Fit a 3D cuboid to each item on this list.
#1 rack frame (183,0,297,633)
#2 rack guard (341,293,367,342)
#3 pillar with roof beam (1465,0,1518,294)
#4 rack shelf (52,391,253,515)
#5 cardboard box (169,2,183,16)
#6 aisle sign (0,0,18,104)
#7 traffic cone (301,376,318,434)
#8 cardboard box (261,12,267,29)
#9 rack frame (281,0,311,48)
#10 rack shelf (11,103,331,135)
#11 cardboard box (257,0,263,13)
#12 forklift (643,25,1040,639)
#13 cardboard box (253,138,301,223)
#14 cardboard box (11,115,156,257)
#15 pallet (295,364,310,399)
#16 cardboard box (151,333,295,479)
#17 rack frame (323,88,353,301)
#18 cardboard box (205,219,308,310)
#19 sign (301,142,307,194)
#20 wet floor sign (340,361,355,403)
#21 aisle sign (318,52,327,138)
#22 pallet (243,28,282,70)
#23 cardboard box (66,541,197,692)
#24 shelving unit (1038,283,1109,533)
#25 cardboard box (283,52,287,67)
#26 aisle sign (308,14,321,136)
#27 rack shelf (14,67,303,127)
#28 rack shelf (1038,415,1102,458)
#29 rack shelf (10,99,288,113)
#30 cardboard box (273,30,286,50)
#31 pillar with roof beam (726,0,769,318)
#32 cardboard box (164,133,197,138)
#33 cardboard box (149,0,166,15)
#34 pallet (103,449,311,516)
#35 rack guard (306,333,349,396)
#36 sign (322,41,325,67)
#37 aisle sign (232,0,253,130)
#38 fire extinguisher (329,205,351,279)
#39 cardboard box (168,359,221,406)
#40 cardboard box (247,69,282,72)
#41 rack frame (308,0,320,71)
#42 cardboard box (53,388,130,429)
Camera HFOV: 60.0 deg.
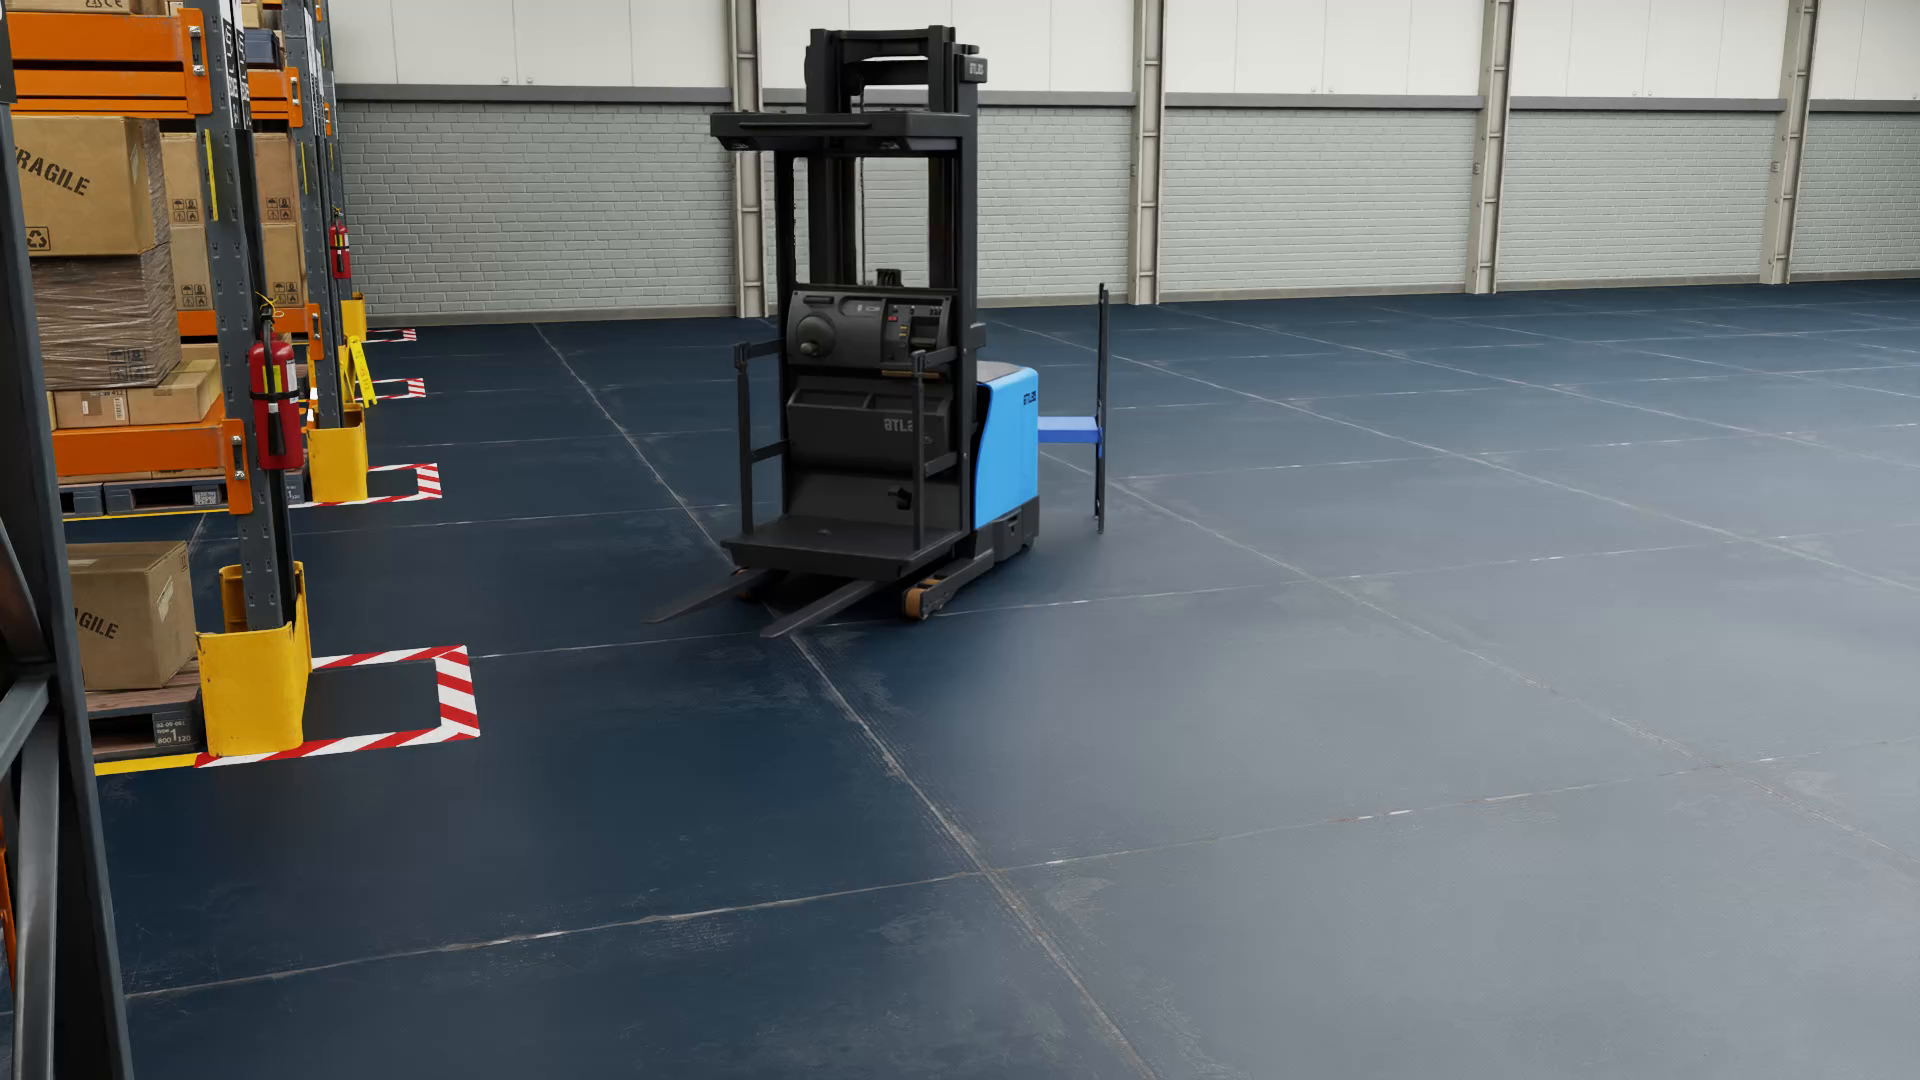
[{"bbox_3d":[-2.906,-0.745,6.794,0.127,3.000,1.000,-4,14,-18],"label":"rack frame"},{"bbox_3d":[-7.630,-2.793,20.804,0.348,0.500,1.175,-4,14,-18],"label":"rack guard"},{"bbox_3d":[9.833,-7.456,22.044,0.400,9.000,9.100,-4,14,-18],"label":"pillar with roof beam"},{"bbox_3d":[-4.801,-0.248,6.257,4.000,0.370,1.077,-4,14,-18],"label":"rack shelf"},{"bbox_3d":[-4.838,-3.313,10.528,0.250,0.149,0.380,-4,14,-18],"label":"cardboard box"},{"bbox_3d":[-1.351,-0.993,2.219,0.004,0.787,0.394,-4,14,-18],"label":"aisle sign"},{"bbox_3d":[-5.386,-1.152,13.984,0.334,0.463,0.336,-4,14,-18],"label":"traffic cone"},{"bbox_3d":[-4.819,-3.476,11.210,0.250,0.149,0.380,-4,14,-18],"label":"cardboard box"},{"bbox_3d":[-4.392,-4.759,10.705,0.127,3.000,1.000,-4,14,-18],"label":"rack frame"},{"bbox_3d":[-9.549,-4.969,19.623,4.000,0.370,1.077,-4,14,-18],"label":"rack shelf"},{"bbox_3d":[-4.931,-3.645,11.062,0.500,0.250,0.500,-4,14,-18],"label":"cardboard box"},{"bbox_3d":[-0.562,-1.130,8.559,1.130,2.935,3.031,6,14,22],"label":"forklift"},{"bbox_3d":[-4.756,-2.420,11.177,0.550,0.550,0.875,-4,14,-18],"label":"cardboard box"},{"bbox_3d":[-3.348,-1.330,6.234,0.500,0.500,0.500,-4,14,-18],"label":"cardboard box"},{"bbox_3d":[-6.920,-1.504,16.011,1.213,0.211,1.003,-4,14,-18],"label":"pallet"},{"bbox_3d":[-5.014,-0.947,11.325,0.875,0.875,0.875,-4,14,-18],"label":"cardboard box"},{"bbox_3d":[-7.653,-4.007,20.507,0.127,3.000,1.000,-4,14,-18],"label":"rack frame"},{"bbox_3d":[-4.729,-1.876,11.225,0.550,0.550,0.875,-4,14,-18],"label":"cardboard box"},{"bbox_3d":[-4.232,-2.399,10.733,0.005,0.325,0.100,-4,14,-18],"label":"sign"},{"bbox_3d":[-4.996,-1.132,13.506,0.232,0.644,0.267,-7,15,-28],"label":"wet floor sign"},{"bbox_3d":[-6.107,-4.256,15.936,0.004,0.787,0.394,-4,14,-18],"label":"aisle sign"},{"bbox_3d":[-5.092,-3.200,10.822,1.213,0.211,1.003,-4,14,-18],"label":"pallet"},{"bbox_3d":[-3.503,0.309,6.857,0.500,0.500,0.500,-2,14,-8],"label":"cardboard box"},{"bbox_3d":[0.376,-0.832,10.398,1.048,1.500,0.538,0,13,1],"label":"shelving unit"},{"bbox_3d":[-7.995,-5.682,19.726,0.500,0.500,0.500,-4,14,-16],"label":"cardboard box"},{"bbox_3d":[-4.420,-3.176,11.397,0.004,0.787,0.394,-4,14,-18],"label":"aisle sign"},{"bbox_3d":[-6.287,-2.802,10.515,4.000,0.370,1.077,-4,14,-18],"label":"rack shelf"},{"bbox_3d":[0.376,-0.657,10.439,1.000,0.185,0.538,0,13,1],"label":"rack shelf"},{"bbox_3d":[-7.962,-3.881,15.047,4.000,0.370,1.077,-4,14,-18],"label":"rack shelf"},{"bbox_3d":[-6.293,-4.554,15.144,0.250,0.149,0.380,-4,14,-18],"label":"cardboard box"},{"bbox_3d":[-1.541,-6.571,18.320,0.400,9.000,9.100,-4,14,-18],"label":"pillar with roof beam"},{"bbox_3d":[-6.963,-3.477,15.260,0.500,0.500,0.700,-4,14,-18],"label":"cardboard box"},{"bbox_3d":[-3.445,-2.153,6.553,0.500,0.250,0.500,-4,14,-16],"label":"cardboard box"},{"bbox_3d":[-5.125,-0.408,11.401,1.213,0.211,1.003,-4,14,-18],"label":"pallet"},{"bbox_3d":[-6.138,-1.697,16.197,0.348,0.500,1.175,-4,14,-18],"label":"rack guard"},{"bbox_3d":[-7.493,-5.739,19.562,0.005,0.325,0.100,-4,14,-18],"label":"sign"},{"bbox_3d":[-2.943,-2.080,6.789,0.004,0.787,0.394,-4,14,-18],"label":"aisle sign"},{"bbox_3d":[-5.811,-2.789,15.551,0.183,0.674,0.296,-4,14,-18],"label":"fire extinguisher"},{"bbox_3d":[-3.252,-0.654,6.955,0.250,0.149,0.380,-4,14,-18],"label":"cardboard box"},{"bbox_3d":[-6.465,-4.353,15.160,0.500,0.250,0.500,-5,14,-19],"label":"cardboard box"},{"bbox_3d":[-6.066,-5.837,15.238,0.127,3.000,1.000,-4,14,-18],"label":"rack frame"},{"bbox_3d":[-3.347,-0.539,6.468,0.250,0.149,0.380,-4,14,-18],"label":"cardboard box"}]
